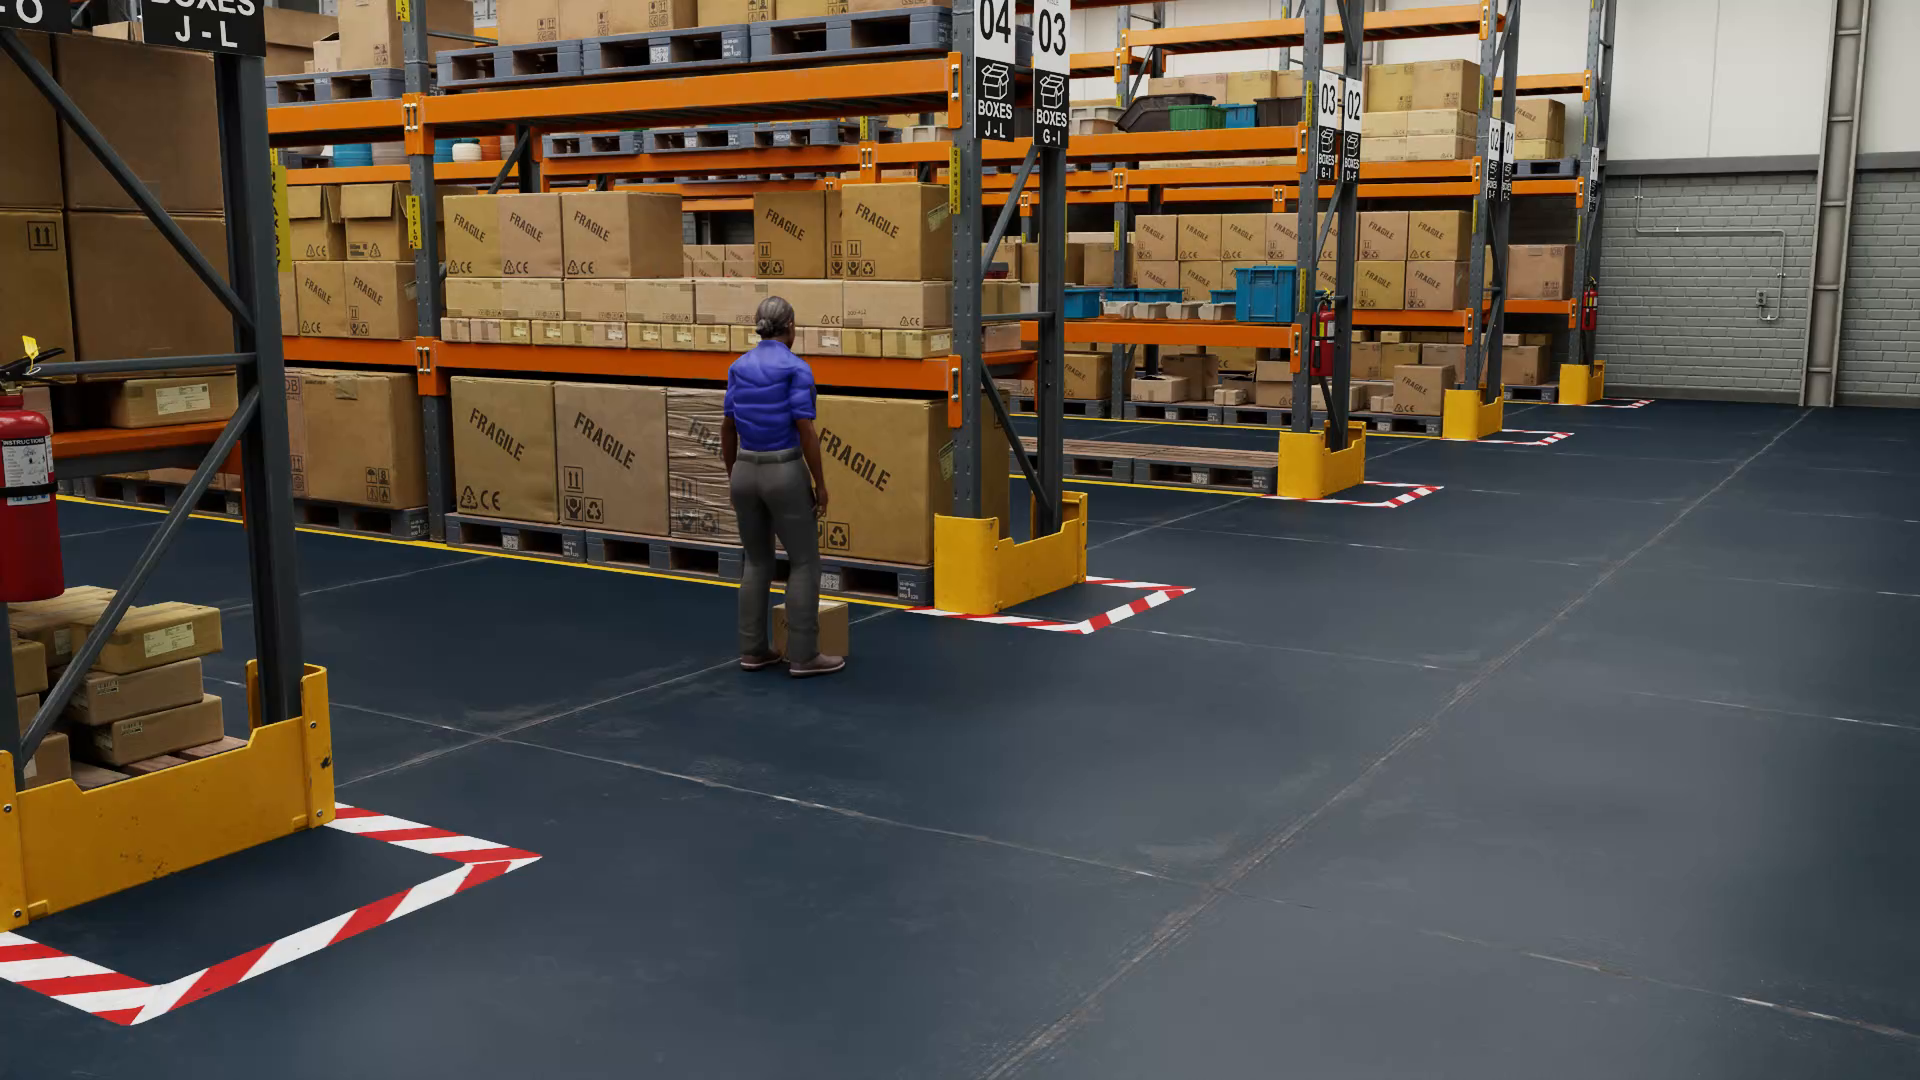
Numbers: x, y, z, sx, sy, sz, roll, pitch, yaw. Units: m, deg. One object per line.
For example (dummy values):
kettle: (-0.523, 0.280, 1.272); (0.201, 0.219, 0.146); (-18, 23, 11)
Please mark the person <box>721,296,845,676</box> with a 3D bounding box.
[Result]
person: (-0.802, -0.239, 7.321); (0.532, 1.655, 0.349); (5, 11, 28)
